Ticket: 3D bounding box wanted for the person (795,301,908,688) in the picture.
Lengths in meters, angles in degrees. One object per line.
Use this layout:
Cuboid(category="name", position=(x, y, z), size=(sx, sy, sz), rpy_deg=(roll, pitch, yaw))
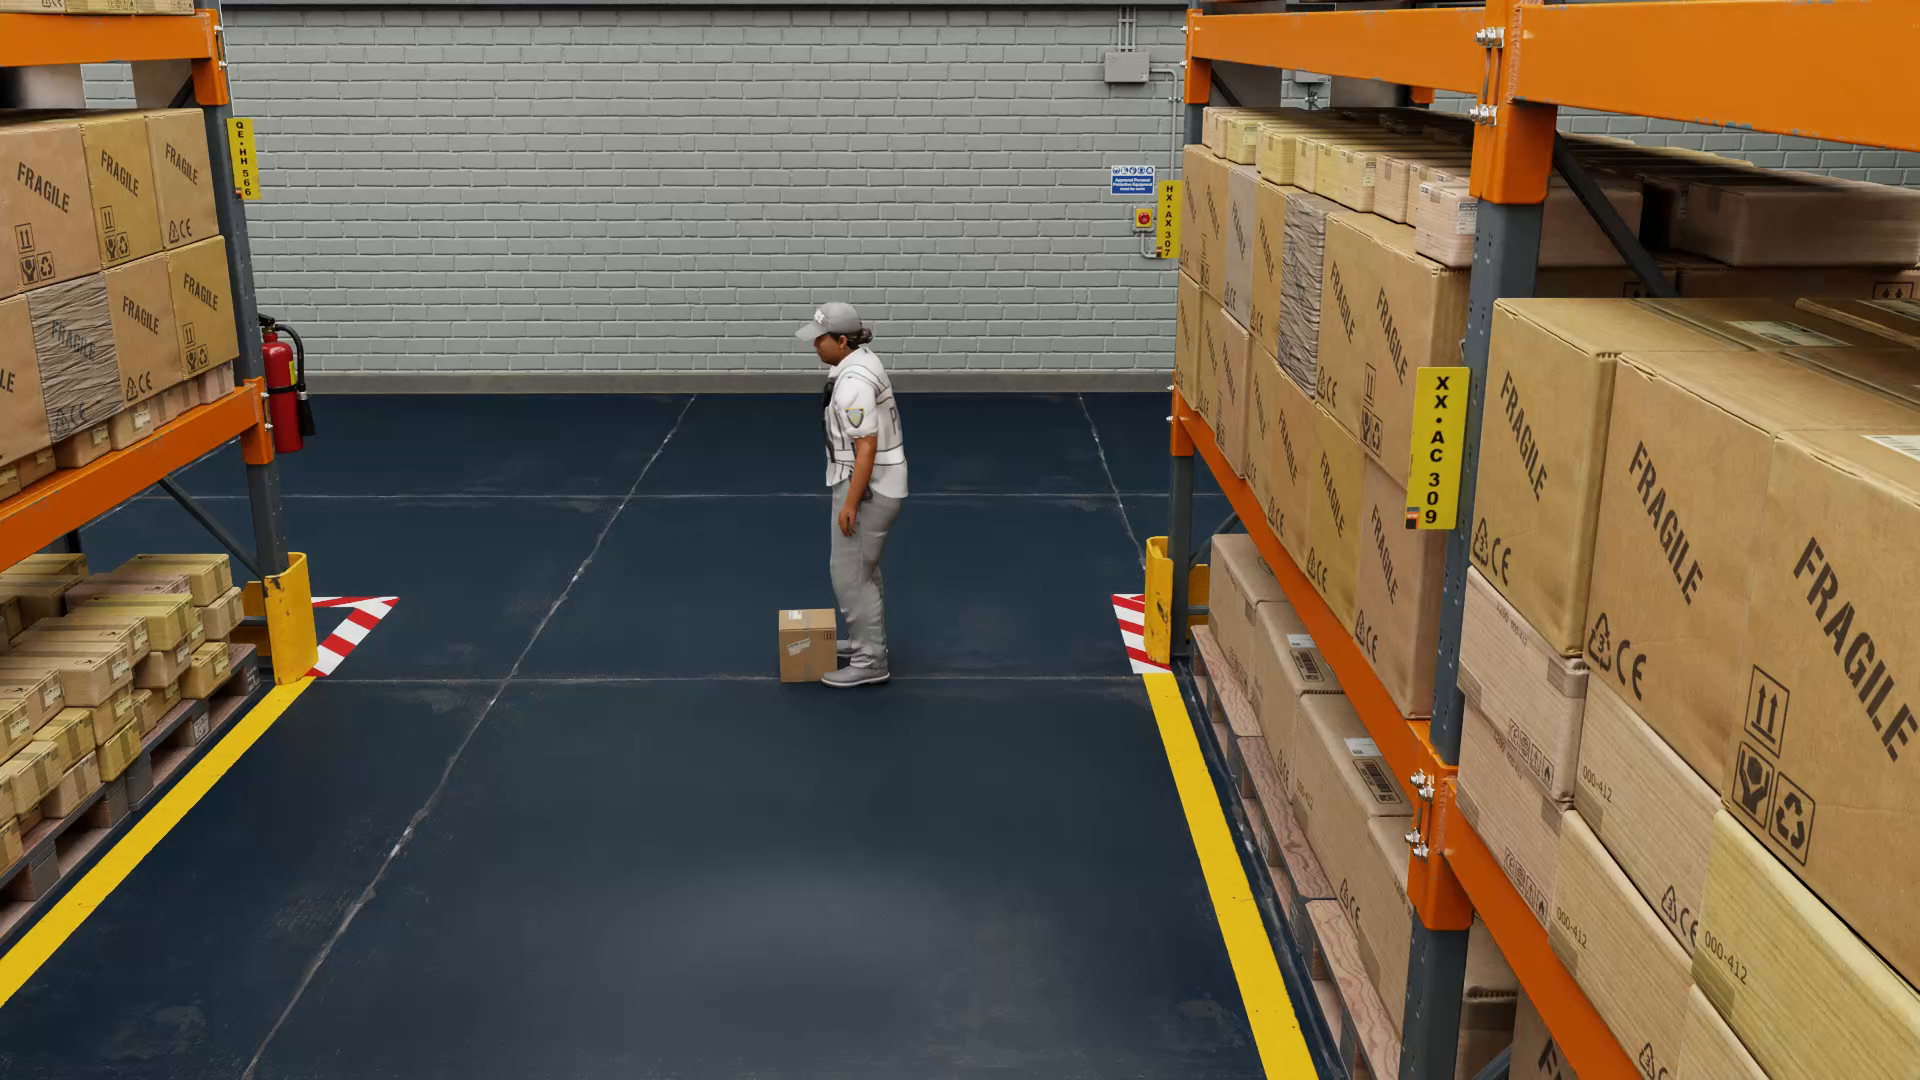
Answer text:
Cuboid(category="person", position=(-0.459, -0.208, 7.205), size=(0.467, 1.667, 0.558), rpy_deg=(-1, 17, -3))
